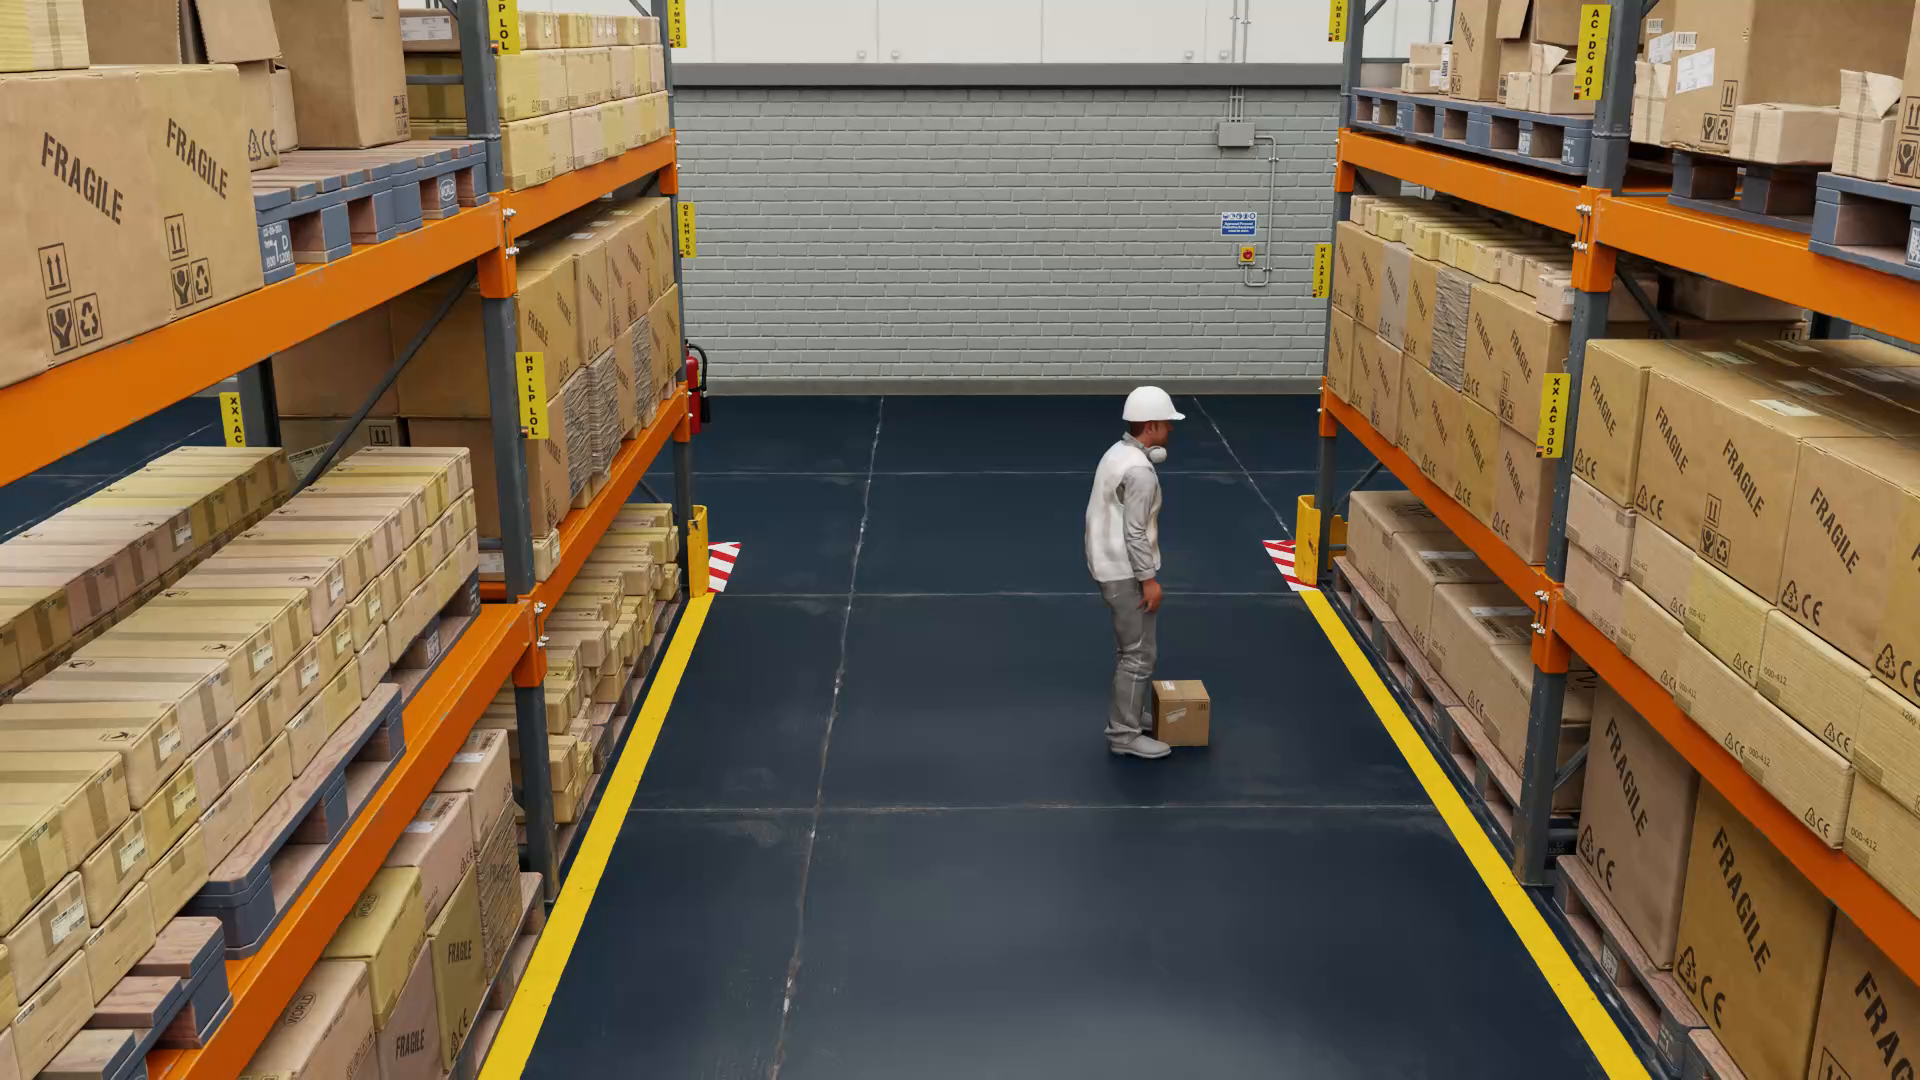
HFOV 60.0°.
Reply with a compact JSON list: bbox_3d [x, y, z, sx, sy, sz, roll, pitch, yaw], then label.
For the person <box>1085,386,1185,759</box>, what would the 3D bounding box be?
[{"bbox_3d":[0.840,0.134,8.057,0.466,1.773,0.591,-1,17,-3],"label":"person"}]
